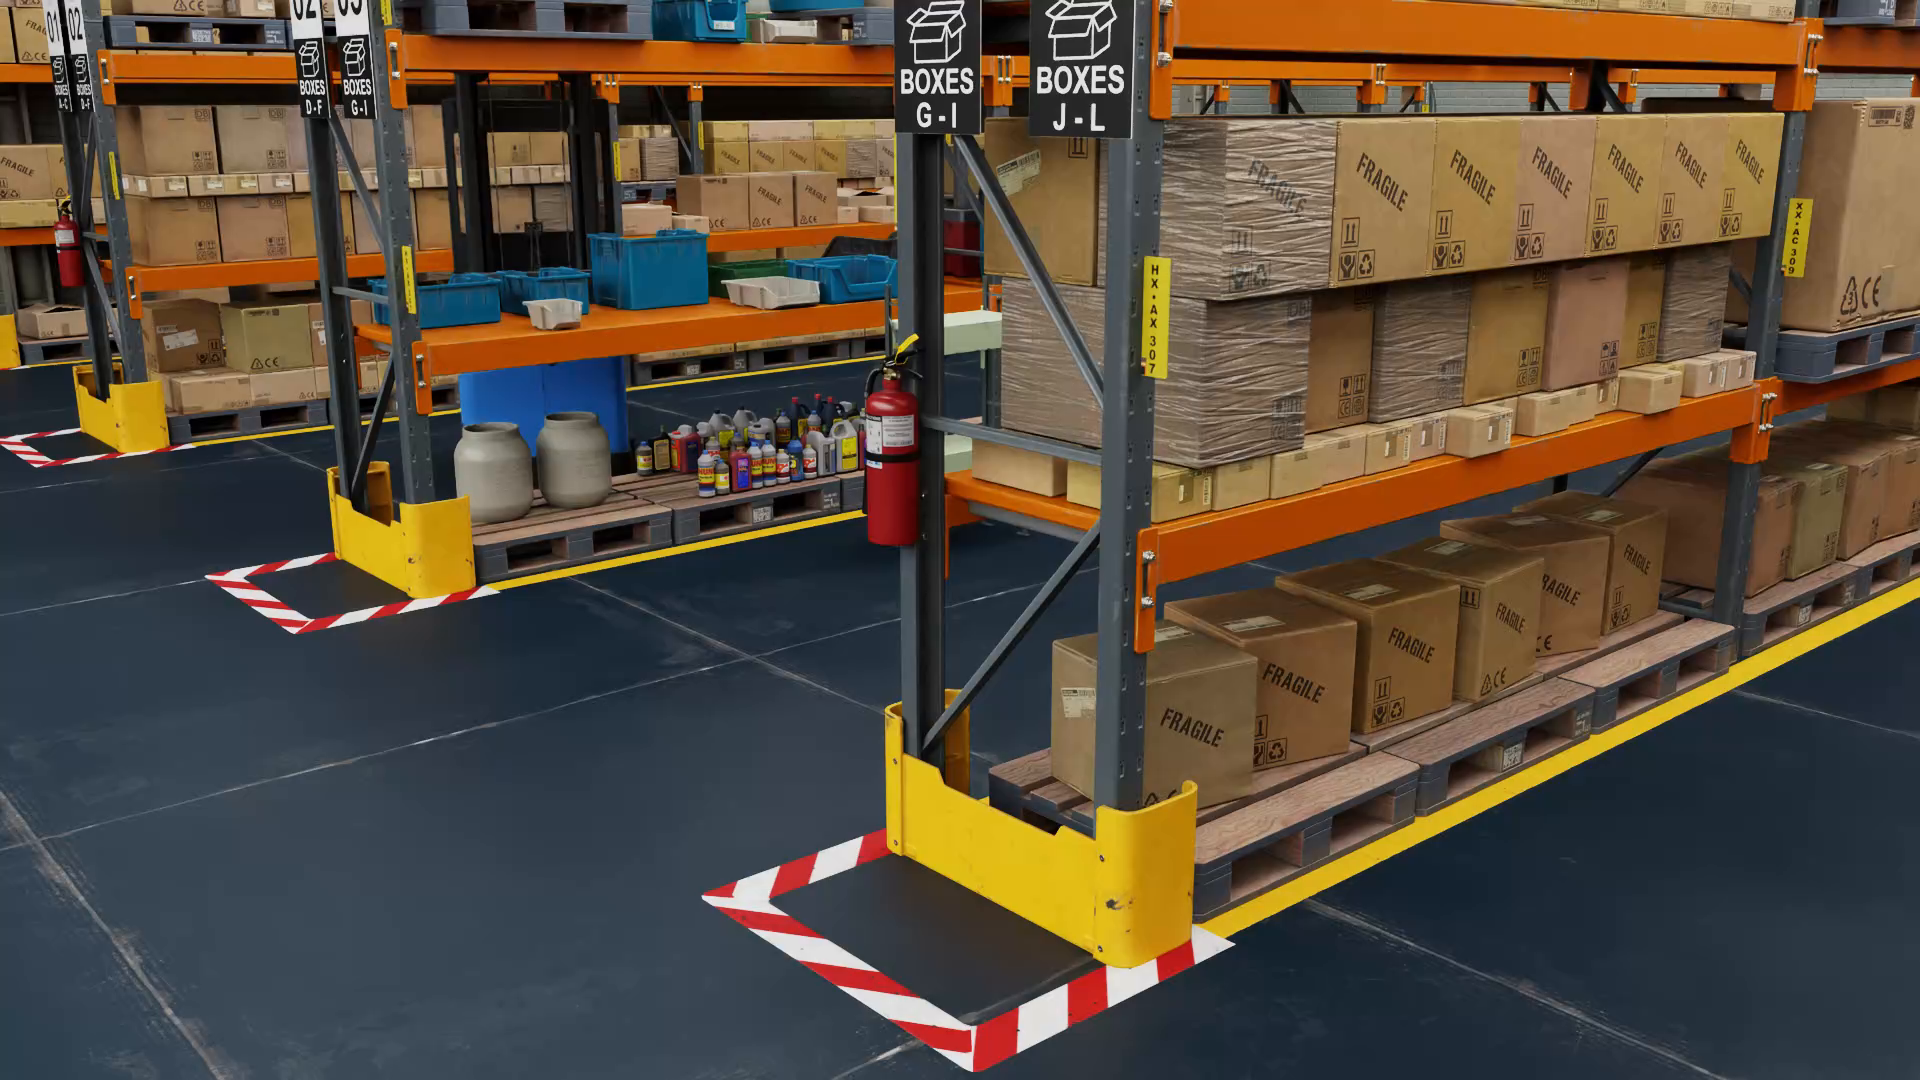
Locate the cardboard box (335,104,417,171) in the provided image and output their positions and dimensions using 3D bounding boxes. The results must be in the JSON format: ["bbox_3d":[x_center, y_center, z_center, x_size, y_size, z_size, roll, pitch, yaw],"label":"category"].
[{"bbox_3d":[-4.775,-3.244,13.374,0.500,0.500,0.700,-13,19,-39],"label":"cardboard box"}]

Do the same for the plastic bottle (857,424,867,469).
[{"bbox_3d":[-0.597,-0.602,10.602,0.133,0.283,0.061,-11,19,-36],"label":"plastic bottle"}]

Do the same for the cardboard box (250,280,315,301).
[{"bbox_3d":[-7.320,-2.685,17.981,0.500,0.500,0.500,14,21,43],"label":"cardboard box"}]

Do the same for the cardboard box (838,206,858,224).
[{"bbox_3d":[-1.216,-3.229,16.514,0.250,0.149,0.380,-11,18,-35],"label":"cardboard box"}]

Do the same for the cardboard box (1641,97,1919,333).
[{"bbox_3d":[3.883,-1.571,7.843,1.000,1.000,1.000,-12,19,-39],"label":"cardboard box"}]

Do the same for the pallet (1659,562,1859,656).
[{"bbox_3d":[3.778,0.244,8.427,1.213,0.211,1.003,-13,19,-39],"label":"pallet"}]

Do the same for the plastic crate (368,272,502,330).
[{"bbox_3d":[-2.896,-1.329,9.200,0.616,0.251,0.499,-13,19,-39],"label":"plastic crate"}]

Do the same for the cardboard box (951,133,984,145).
[{"bbox_3d":[-0.108,-5.453,23.770,0.700,0.700,0.980,-12,19,-39],"label":"cardboard box"}]

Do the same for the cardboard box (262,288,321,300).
[{"bbox_3d":[-5.372,-1.780,13.664,0.500,0.500,0.500,-13,19,-39],"label":"cardboard box"}]

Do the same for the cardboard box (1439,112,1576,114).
[{"bbox_3d":[2.309,-1.534,6.974,0.500,0.500,0.500,-13,19,-39],"label":"cardboard box"}]

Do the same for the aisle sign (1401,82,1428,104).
[{"bbox_3d":[5.997,-6.141,21.890,0.004,0.787,0.394,-13,19,-39],"label":"aisle sign"}]

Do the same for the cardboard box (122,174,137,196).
[{"bbox_3d":[-6.163,-2.686,12.543,0.250,0.149,0.380,-13,20,-40],"label":"cardboard box"}]

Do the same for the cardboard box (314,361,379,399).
[{"bbox_3d":[-5.023,-1.315,13.373,0.500,0.250,0.500,-13,19,-39],"label":"cardboard box"}]

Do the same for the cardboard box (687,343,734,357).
[{"bbox_3d":[-2.455,-1.881,15.494,0.500,0.250,0.500,-12,19,-38],"label":"cardboard box"}]

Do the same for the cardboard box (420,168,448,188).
[{"bbox_3d":[-4.332,-2.959,13.565,0.250,0.149,0.380,-12,19,-38],"label":"cardboard box"}]

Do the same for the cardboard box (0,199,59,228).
[{"bbox_3d":[-9.004,-3.144,15.961,0.500,0.250,0.500,-13,20,-41],"label":"cardboard box"}]

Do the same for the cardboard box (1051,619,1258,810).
[{"bbox_3d":[0.656,0.609,5.688,0.500,0.500,0.500,-9,17,-29],"label":"cardboard box"}]

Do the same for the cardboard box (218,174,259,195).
[{"bbox_3d":[-5.502,-2.696,12.580,0.250,0.149,0.380,-13,19,-39],"label":"cardboard box"}]

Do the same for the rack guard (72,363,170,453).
[{"bbox_3d":[-6.344,-1.011,12.565,0.348,0.500,1.175,-13,19,-39],"label":"rack guard"}]

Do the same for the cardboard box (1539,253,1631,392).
[{"bbox_3d":[2.100,-0.917,6.599,0.500,0.500,0.875,-13,19,-39],"label":"cardboard box"}]

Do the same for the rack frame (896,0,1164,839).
[{"bbox_3d":[0.174,-0.293,5.036,0.127,3.000,1.000,-13,19,-39],"label":"rack frame"}]

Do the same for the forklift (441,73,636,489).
[{"bbox_3d":[-2.970,-2.020,11.633,1.130,2.935,3.031,-4,15,-13],"label":"forklift"}]

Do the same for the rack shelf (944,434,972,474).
[{"bbox_3d":[-0.005,-0.408,9.636,0.720,0.370,0.431,-13,19,-39],"label":"rack shelf"}]

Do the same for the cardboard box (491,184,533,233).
[{"bbox_3d":[-4.033,-2.781,14.157,0.500,0.500,0.700,-13,20,-40],"label":"cardboard box"}]

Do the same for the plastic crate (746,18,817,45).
[{"bbox_3d":[-1.005,-2.906,9.517,0.396,0.136,0.243,-13,19,-39],"label":"plastic crate"}]

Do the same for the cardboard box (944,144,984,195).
[{"bbox_3d":[0.110,-3.958,17.746,0.700,0.500,0.500,8,17,28],"label":"cardboard box"}]

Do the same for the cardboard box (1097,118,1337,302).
[{"bbox_3d":[0.768,-1.009,5.006,0.500,0.500,0.500,-13,19,-39],"label":"cardboard box"}]

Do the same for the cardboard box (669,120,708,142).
[{"bbox_3d":[-3.373,-5.233,21.266,0.500,0.250,0.500,-12,19,-38],"label":"cardboard box"}]

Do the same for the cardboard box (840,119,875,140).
[{"bbox_3d":[-1.489,-5.483,22.202,0.500,0.250,0.500,-12,19,-38],"label":"cardboard box"}]

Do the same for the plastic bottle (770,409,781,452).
[{"bbox_3d":[-1.235,-0.728,11.073,0.133,0.283,0.061,-12,19,-37],"label":"plastic bottle"}]

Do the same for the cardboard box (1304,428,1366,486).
[{"bbox_3d":[1.120,-0.298,5.541,0.250,0.149,0.380,-13,19,-39],"label":"cardboard box"}]

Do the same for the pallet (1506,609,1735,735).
[{"bbox_3d":[2.708,0.497,7.481,1.213,0.211,1.003,-13,19,-39],"label":"pallet"}]

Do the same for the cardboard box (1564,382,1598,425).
[{"bbox_3d":[2.247,-0.554,6.498,0.250,0.149,0.380,-13,19,-39],"label":"cardboard box"}]

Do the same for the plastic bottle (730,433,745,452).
[{"bbox_3d":[-1.432,-0.588,10.710,0.097,0.201,0.097,0,15,0],"label":"plastic bottle"}]

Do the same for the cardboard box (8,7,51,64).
[{"bbox_3d":[-8.735,-4.785,15.808,0.500,0.500,0.500,-11,19,-36],"label":"cardboard box"}]

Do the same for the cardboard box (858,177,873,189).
[{"bbox_3d":[-1.386,-4.828,22.460,0.250,0.149,0.380,-13,19,-39],"label":"cardboard box"}]

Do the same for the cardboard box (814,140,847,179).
[{"bbox_3d":[-1.847,-5.036,21.982,0.500,0.500,0.500,-12,19,-38],"label":"cardboard box"}]

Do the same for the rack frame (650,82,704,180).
[{"bbox_3d":[-3.545,-4.541,20.940,0.127,3.000,1.000,-13,19,-39],"label":"rack frame"}]

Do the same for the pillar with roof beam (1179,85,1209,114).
[{"bbox_3d":[6.785,-8.583,24.444,0.400,9.000,9.100,-13,19,-39],"label":"pillar with roof beam"}]

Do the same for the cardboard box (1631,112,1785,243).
[{"bbox_3d":[3.033,-1.516,6.906,0.500,0.500,0.500,-13,19,-39],"label":"cardboard box"}]

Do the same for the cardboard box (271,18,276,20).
[{"bbox_3d":[-5.211,-4.240,13.085,0.500,0.311,0.500,-10,18,-33],"label":"cardboard box"}]

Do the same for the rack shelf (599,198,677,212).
[{"bbox_3d":[-5.054,-3.855,19.764,4.000,0.370,1.077,-13,19,-39],"label":"rack shelf"}]

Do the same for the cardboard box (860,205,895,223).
[{"bbox_3d":[-0.788,-3.250,16.592,0.250,0.149,0.380,-13,19,-39],"label":"cardboard box"}]

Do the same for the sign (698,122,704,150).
[{"bbox_3d":[-3.182,-4.959,20.411,0.005,0.325,0.100,-13,19,-39],"label":"sign"}]

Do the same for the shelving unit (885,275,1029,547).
[{"bbox_3d":[-0.005,-0.723,9.552,0.755,1.500,0.431,-13,19,-39],"label":"shelving unit"}]

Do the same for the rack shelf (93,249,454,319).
[{"bbox_3d":[-4.817,-2.214,13.619,4.000,0.370,1.077,-13,19,-39],"label":"rack shelf"}]

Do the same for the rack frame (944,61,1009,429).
[{"bbox_3d":[-0.060,-1.935,11.182,0.127,3.000,1.000,-13,19,-39],"label":"rack frame"}]

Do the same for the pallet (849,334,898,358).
[{"bbox_3d":[-0.937,-2.099,17.198,1.213,0.211,1.003,-13,19,-39],"label":"pallet"}]

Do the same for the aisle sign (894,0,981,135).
[{"bbox_3d":[-0.069,-1.597,4.880,0.004,0.787,0.394,-13,19,-39],"label":"aisle sign"}]

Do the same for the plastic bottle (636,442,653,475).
[{"bbox_3d":[-1.979,-0.515,10.434,0.097,0.201,0.097,0,15,0],"label":"plastic bottle"}]

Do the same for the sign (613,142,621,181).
[{"bbox_3d":[-2.943,-3.249,14.269,0.005,0.325,0.100,-13,19,-39],"label":"sign"}]

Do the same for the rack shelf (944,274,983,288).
[{"bbox_3d":[1.449,-1.926,12.544,4.000,0.370,1.077,-13,19,-39],"label":"rack shelf"}]

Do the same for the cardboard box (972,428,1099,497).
[{"bbox_3d":[0.254,-0.260,5.399,0.250,0.149,0.380,-13,19,-39],"label":"cardboard box"}]

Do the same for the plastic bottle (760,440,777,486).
[{"bbox_3d":[-1.171,-0.473,10.144,0.097,0.271,0.097,0,15,0],"label":"plastic bottle"}]

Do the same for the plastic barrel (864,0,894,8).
[{"bbox_3d":[-0.513,-3.607,10.597,0.421,0.512,0.421,0,15,0],"label":"plastic barrel"}]

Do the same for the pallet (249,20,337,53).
[{"bbox_3d":[-4.855,-3.951,13.090,1.213,0.211,1.003,-13,19,-39],"label":"pallet"}]

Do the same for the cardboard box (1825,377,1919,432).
[{"bbox_3d":[5.330,-0.805,9.488,0.500,0.250,0.500,-10,18,-33],"label":"cardboard box"}]
